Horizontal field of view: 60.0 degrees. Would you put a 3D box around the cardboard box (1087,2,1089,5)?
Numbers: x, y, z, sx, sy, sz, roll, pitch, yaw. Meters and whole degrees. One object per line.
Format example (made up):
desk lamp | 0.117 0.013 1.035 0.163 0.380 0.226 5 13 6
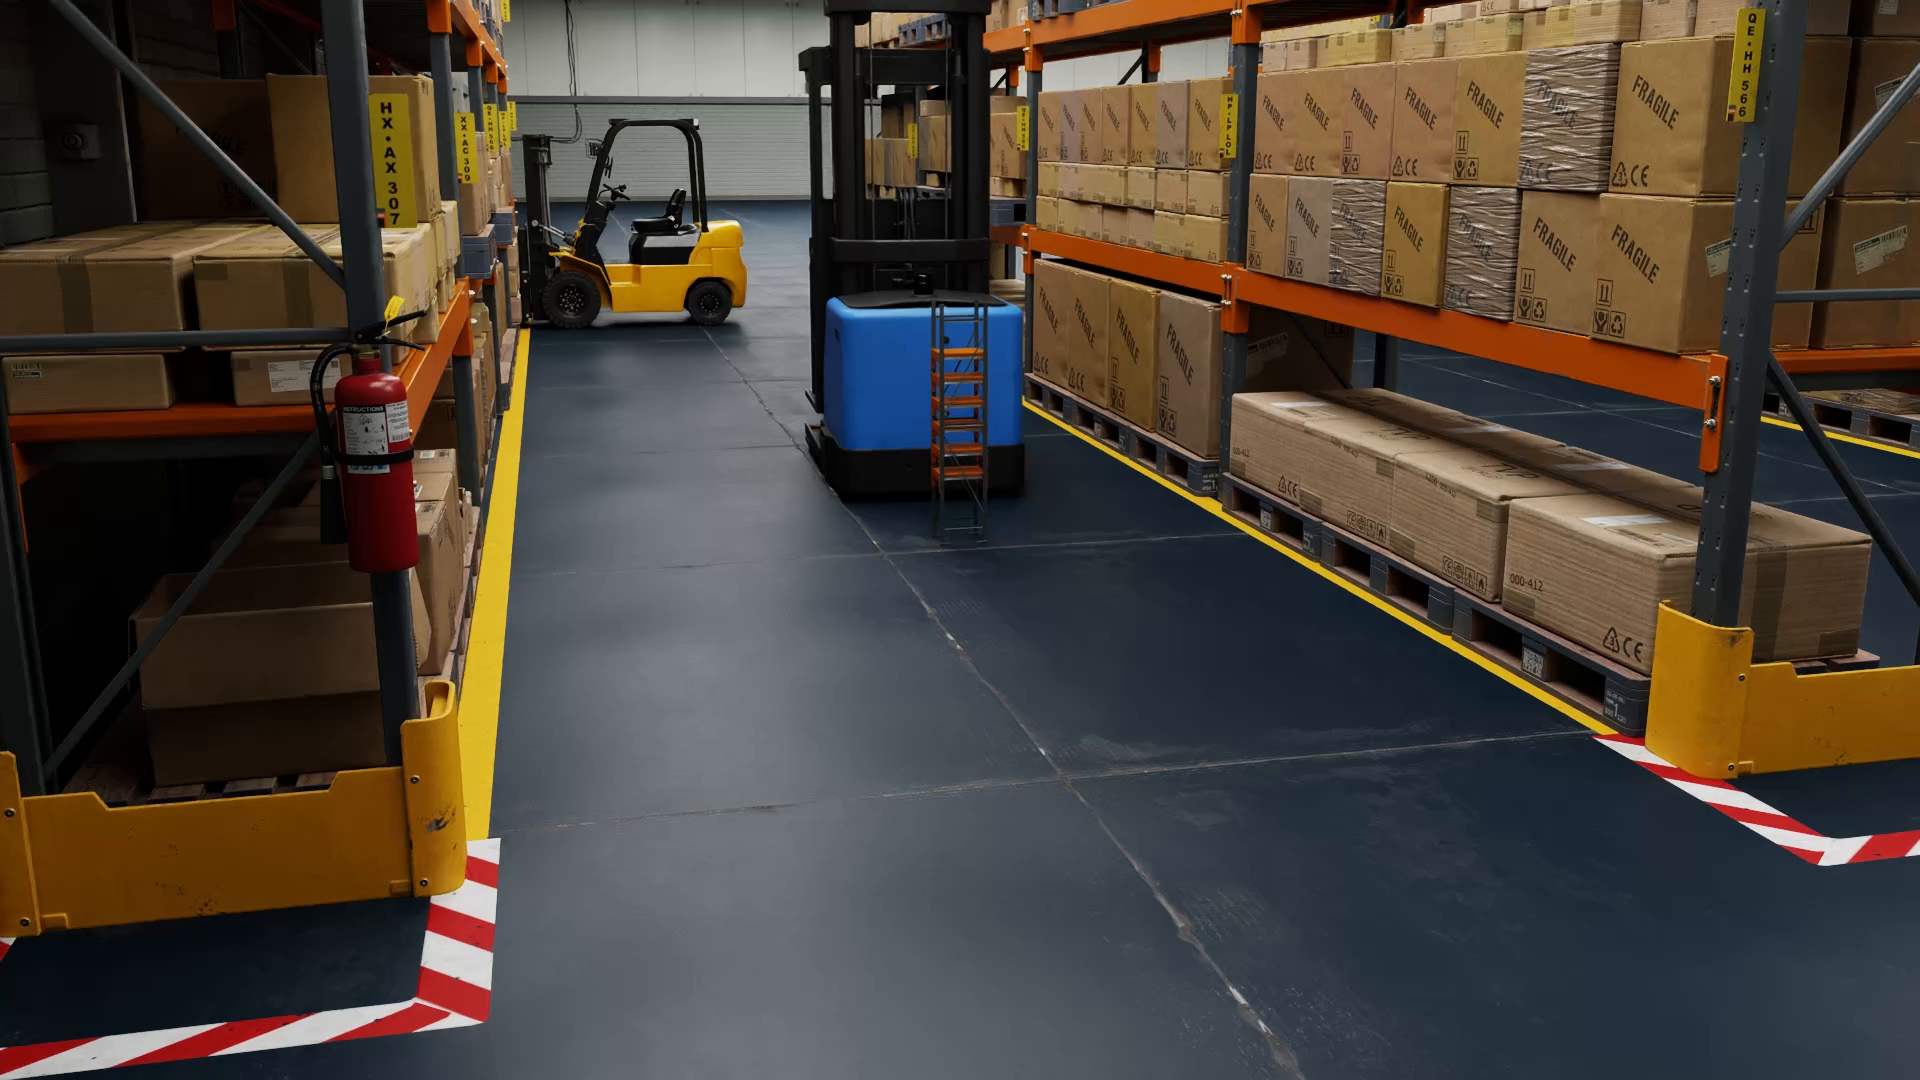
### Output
cardboard box | 1.036 -4.146 13.039 0.396 0.266 0.258 -3 14 -13

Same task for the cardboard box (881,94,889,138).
cardboard box | -0.542 -5.031 19.757 0.700 0.500 0.500 -4 14 -15

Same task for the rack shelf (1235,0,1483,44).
rack shelf | 2.414 -2.336 6.865 1.077 0.370 4.000 -3 14 -13

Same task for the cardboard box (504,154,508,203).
cardboard box | -4.868 -3.660 16.875 0.500 0.500 0.500 -3 14 -14

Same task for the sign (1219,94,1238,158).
sign | 1.419 -2.182 8.763 0.100 0.325 0.005 -3 14 -13

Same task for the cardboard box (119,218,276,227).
cardboard box | -2.661 -1.007 5.917 0.500 0.250 0.500 -3 14 -13

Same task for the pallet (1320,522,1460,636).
pallet | 2.337 0.126 7.465 1.003 0.211 1.213 -3 14 -13

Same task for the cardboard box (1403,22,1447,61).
cardboard box | 2.105 -2.100 7.017 0.380 0.149 0.250 -3 14 -13

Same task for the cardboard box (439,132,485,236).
cardboard box | -2.776 -1.789 8.334 0.700 0.500 0.500 -3 14 -12

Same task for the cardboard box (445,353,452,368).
cardboard box | -2.765 -0.956 8.408 0.380 0.149 0.250 -4 14 -14

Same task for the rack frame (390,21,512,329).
rack frame | -4.759 -3.258 15.442 1.000 3.000 0.127 -3 14 -13

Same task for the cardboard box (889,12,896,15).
cardboard box | -0.520 -5.492 17.116 0.380 0.149 0.250 -3 14 -12

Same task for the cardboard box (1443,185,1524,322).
cardboard box | 2.279 -1.147 6.591 0.500 0.500 0.500 -3 14 -12

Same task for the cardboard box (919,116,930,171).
cardboard box | -0.103 -3.809 15.973 0.500 0.500 0.500 -3 14 -12

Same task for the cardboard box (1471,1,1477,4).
cardboard box | 5.357 -5.199 16.287 0.500 0.250 0.500 -3 14 -14

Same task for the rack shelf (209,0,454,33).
rack shelf | -2.410 -2.059 5.729 1.077 0.370 4.000 -3 14 -13

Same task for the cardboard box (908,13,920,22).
cardboard box | -0.187 -4.967 15.547 0.500 0.250 0.500 -4 14 -15

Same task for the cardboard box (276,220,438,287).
cardboard box | -2.167 -1.031 6.016 0.500 0.250 0.500 -4 14 -15

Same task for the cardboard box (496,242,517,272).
cardboard box | -4.567 -2.741 16.129 0.500 0.250 0.500 -4 14 -14

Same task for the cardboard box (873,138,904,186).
cardboard box | -0.660 -4.173 18.350 0.500 0.500 0.500 -4 14 -14

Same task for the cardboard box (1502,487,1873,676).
cardboard box | 2.631 0.127 6.102 0.875 0.438 0.875 -4 14 -15

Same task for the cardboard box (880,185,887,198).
cardboard box | -0.675 -3.823 18.284 0.380 0.149 0.250 -3 14 -13

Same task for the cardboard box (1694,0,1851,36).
cardboard box | 2.604 -1.688 5.333 0.380 0.149 0.250 -3 14 -12

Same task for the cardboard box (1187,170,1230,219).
cardboard box | 1.604 -1.948 9.344 0.500 0.250 0.500 -3 14 -13

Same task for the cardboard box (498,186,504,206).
cardboard box | -4.263 -2.968 14.571 0.500 0.250 0.500 -3 14 -14

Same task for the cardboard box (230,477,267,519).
cardboard box | -2.955 -0.145 7.480 0.500 0.311 0.500 -3 14 -11

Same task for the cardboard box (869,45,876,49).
cardboard box | -0.805 -5.401 18.423 0.380 0.149 0.250 -3 14 -13

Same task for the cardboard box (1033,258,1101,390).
cardboard box | 1.086 -1.621 12.332 0.875 0.875 0.875 -3 14 -14

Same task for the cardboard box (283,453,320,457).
cardboard box | -3.283 -0.499 8.531 0.500 0.500 0.500 -3 14 -13

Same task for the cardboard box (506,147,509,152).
cardboard box | -5.256 -4.423 18.633 0.380 0.149 0.250 -3 14 -12

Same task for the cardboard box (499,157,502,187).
cardboard box | -4.267 -3.211 14.511 0.500 0.250 0.500 -4 14 -15

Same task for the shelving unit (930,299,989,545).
shelving unit | -0.003 -0.586 8.298 0.258 1.200 0.189 -3 14 -13

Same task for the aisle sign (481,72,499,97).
aisle sign | -5.428 -5.475 19.040 0.394 0.787 0.004 -3 14 -13

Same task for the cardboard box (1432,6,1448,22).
cardboard box | 4.855 -5.169 16.379 0.250 0.149 0.380 -3 14 -13

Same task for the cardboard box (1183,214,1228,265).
cardboard box | 1.594 -1.707 9.408 0.500 0.250 0.500 -4 14 -15

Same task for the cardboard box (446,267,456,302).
cardboard box | -2.393 -1.114 7.194 0.380 0.149 0.250 -3 14 -12

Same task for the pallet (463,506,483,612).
pallet | -2.720 0.101 7.571 1.003 0.211 1.213 -3 14 -13

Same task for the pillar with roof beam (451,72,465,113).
pillar with roof beam | -6.454 -11.277 35.623 9.100 9.000 0.400 -3 14 -13

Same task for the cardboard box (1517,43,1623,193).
cardboard box | 2.387 -1.518 6.004 0.500 0.500 0.500 -3 14 -13

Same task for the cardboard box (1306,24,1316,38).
cardboard box | 4.156 -5.782 18.889 0.380 0.149 0.250 -3 14 -14

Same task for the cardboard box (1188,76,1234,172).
cardboard box | 1.595 -2.313 9.258 0.500 0.500 0.500 -3 14 -11

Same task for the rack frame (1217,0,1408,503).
rack frame | 1.944 -1.690 9.024 1.000 3.000 0.127 -3 14 -13

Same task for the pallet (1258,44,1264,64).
pallet | 4.098 -6.001 20.537 1.003 0.211 1.213 -3 14 -13

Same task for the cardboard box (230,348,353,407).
cardboard box | -1.751 -0.459 4.514 0.380 0.149 0.250 -3 14 -14

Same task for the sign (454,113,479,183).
sign | -2.354 -1.865 7.917 0.100 0.325 0.005 -3 14 -13

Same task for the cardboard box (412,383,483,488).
cardboard box | -2.775 -0.526 8.643 0.500 0.500 0.500 -3 14 -11

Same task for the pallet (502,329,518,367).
pallet | -4.548 -1.736 15.087 1.003 0.211 1.213 -3 14 -13

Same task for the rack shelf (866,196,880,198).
rack shelf | -0.405 -3.647 18.552 1.077 0.370 4.000 -3 14 -13

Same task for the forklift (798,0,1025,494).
forklift | -0.405 -1.985 10.374 1.130 2.935 3.031 -2 14 -10

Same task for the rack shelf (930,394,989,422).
rack shelf | -0.003 -0.660 8.280 0.258 0.103 0.180 -3 14 -13

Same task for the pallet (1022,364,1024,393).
pallet | 0.822 -1.439 13.870 1.003 0.211 1.213 -3 14 -13
